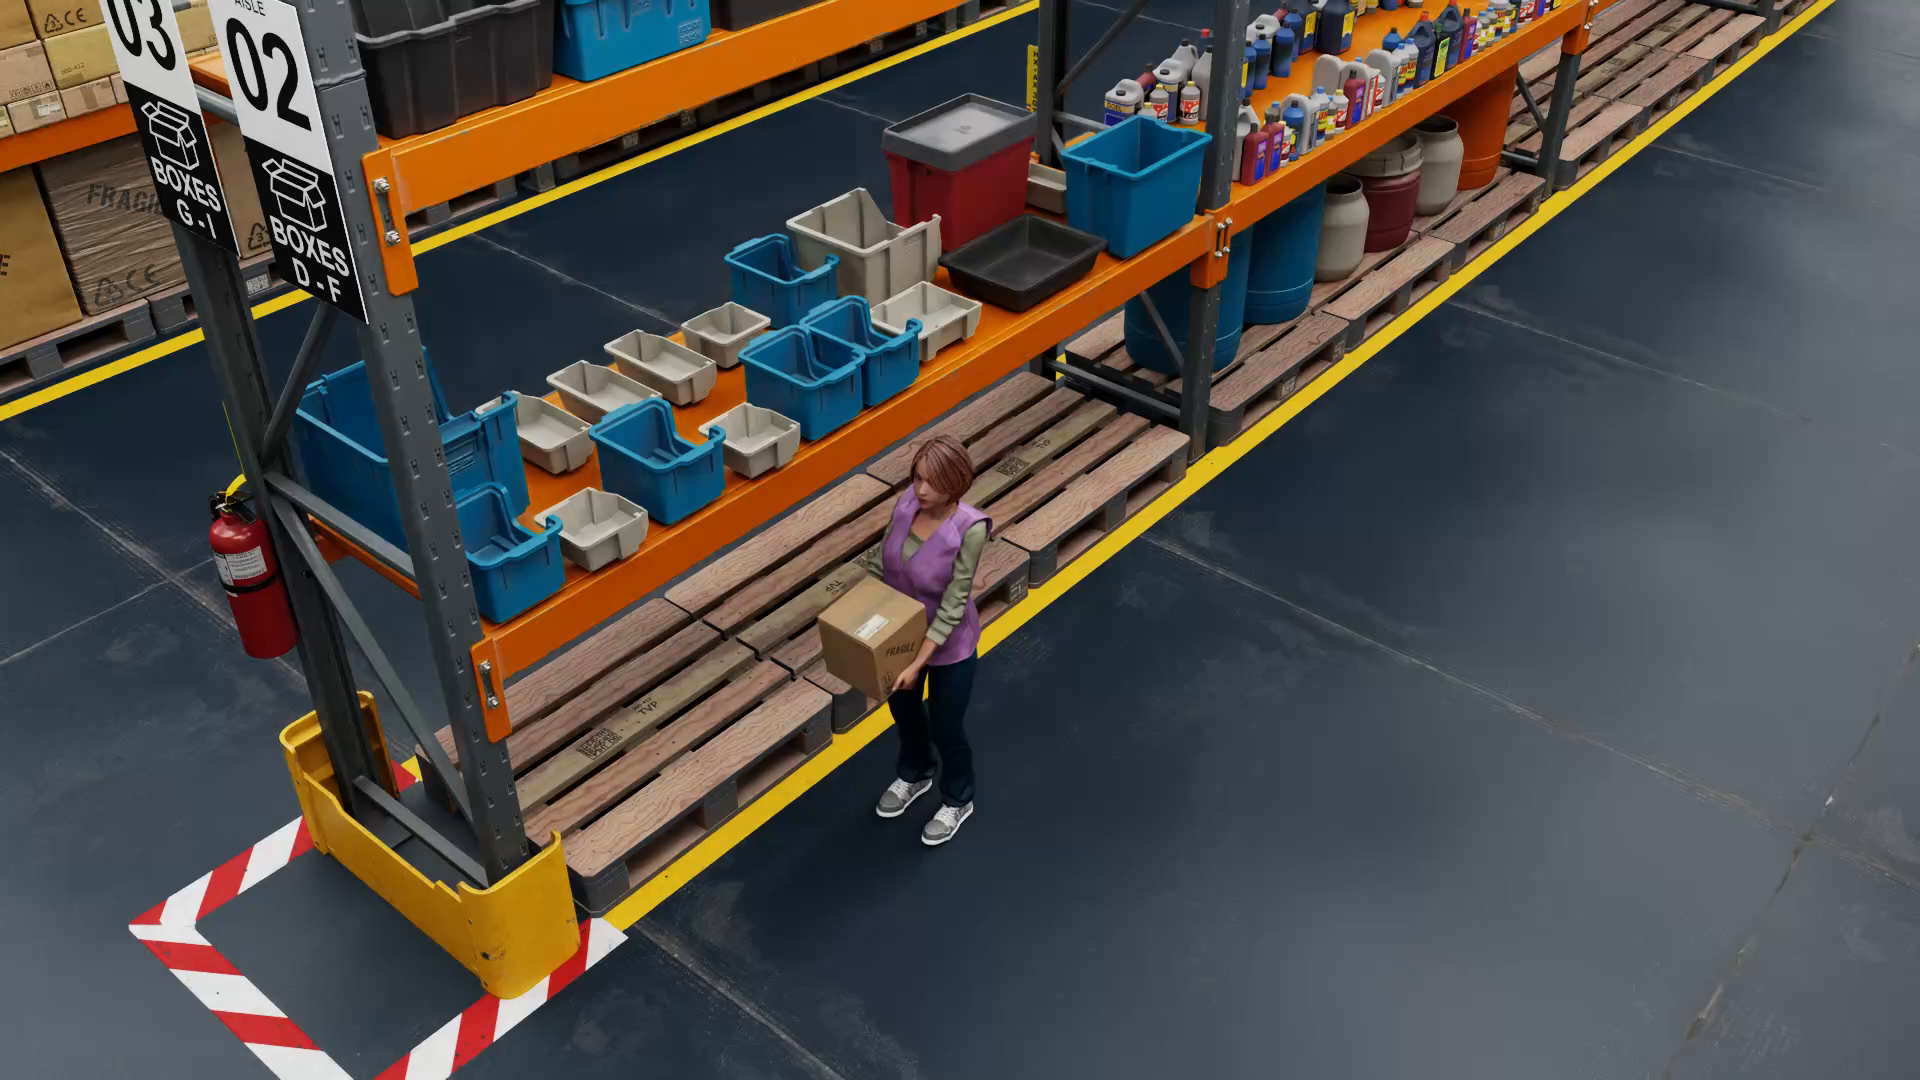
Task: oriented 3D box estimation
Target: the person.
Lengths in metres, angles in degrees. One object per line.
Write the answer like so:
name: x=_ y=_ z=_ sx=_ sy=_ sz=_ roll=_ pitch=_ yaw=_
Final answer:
person: x=-0.157 y=0.423 z=5.651 sx=0.405 sy=1.495 sz=0.489 roll=27 pitch=43 yaw=32
